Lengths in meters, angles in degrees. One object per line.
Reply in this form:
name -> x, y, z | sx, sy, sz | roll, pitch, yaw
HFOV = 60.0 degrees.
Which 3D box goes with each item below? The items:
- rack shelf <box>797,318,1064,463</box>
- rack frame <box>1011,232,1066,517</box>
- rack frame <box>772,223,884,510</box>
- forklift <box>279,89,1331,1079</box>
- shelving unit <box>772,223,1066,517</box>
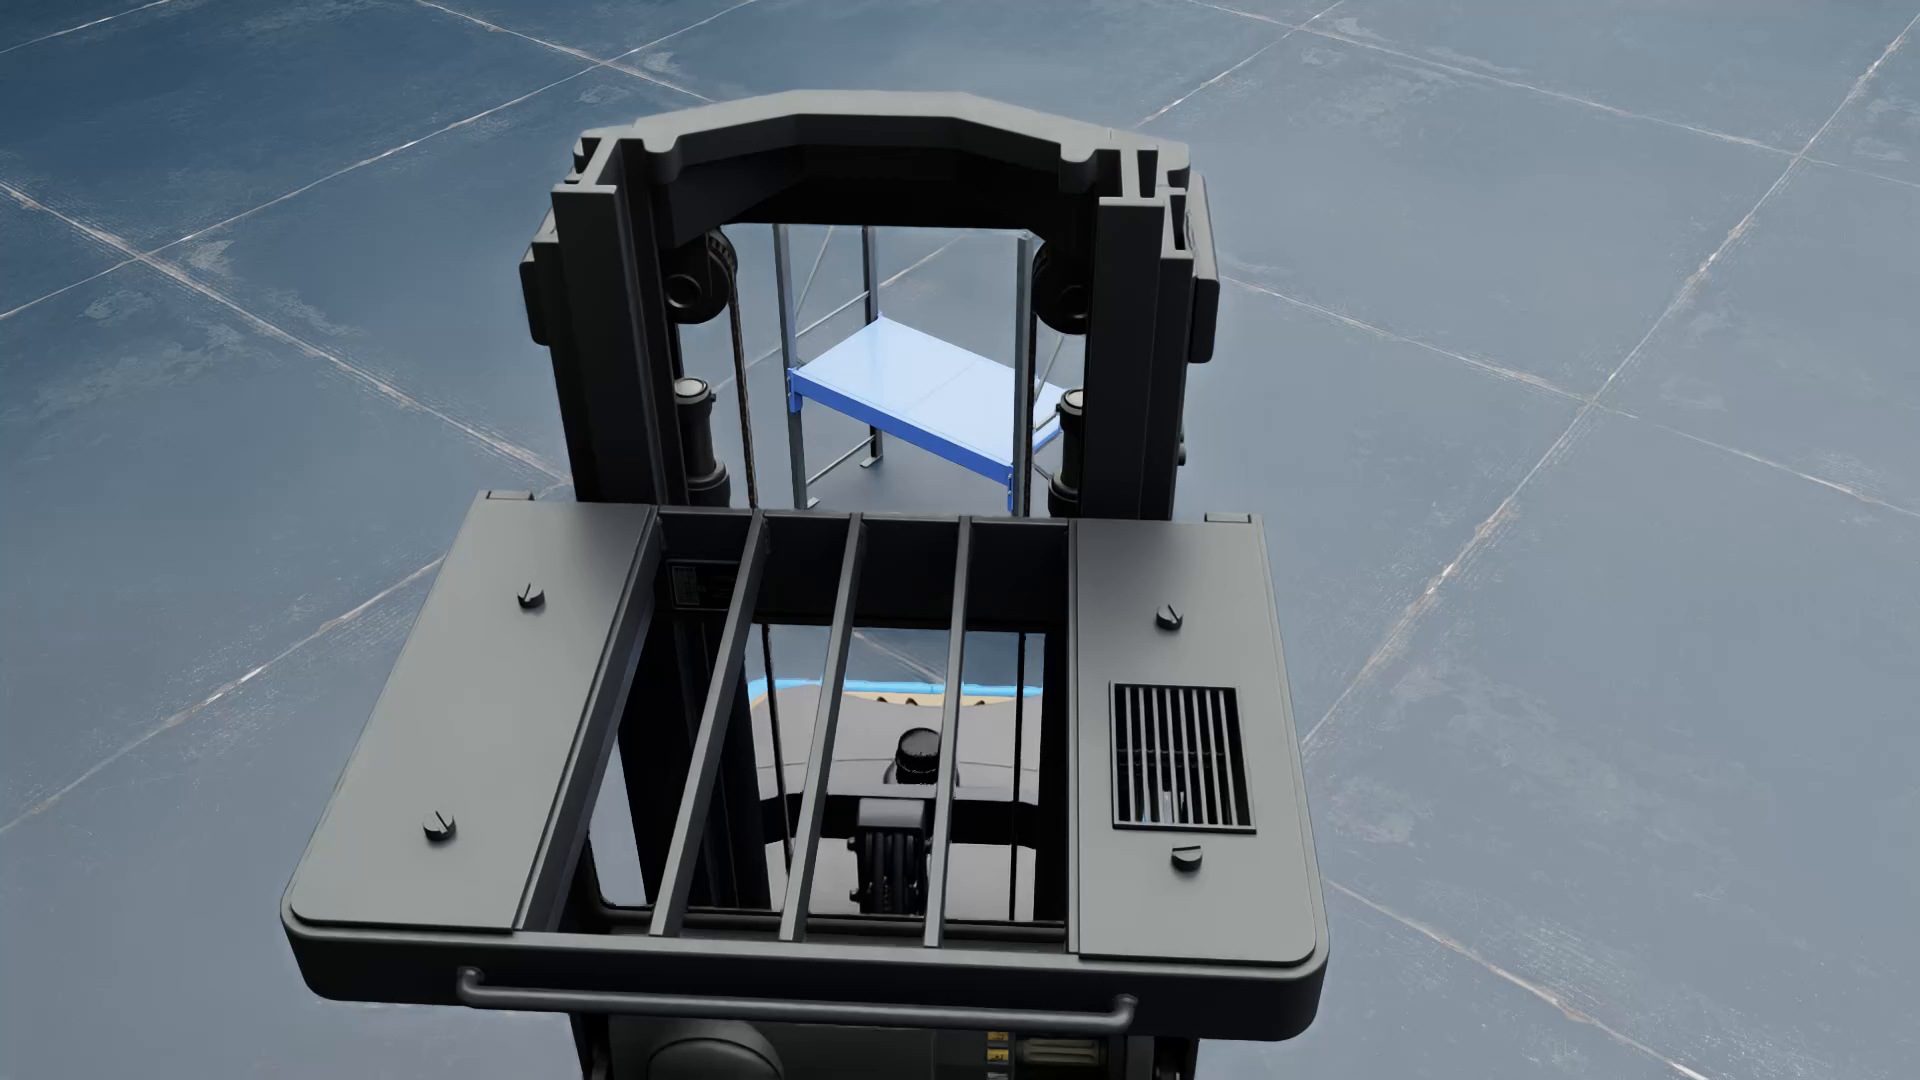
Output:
rack shelf -> -0.068, -0.519, 5.909 | 0.952, 0.062, 0.459 | 25, 45, 29
rack frame -> 0.336, -0.432, 5.585 | 0.032, 1.500, 0.500 | 25, 45, 29
rack frame -> -0.472, -0.813, 6.072 | 0.032, 1.500, 0.500 | 25, 45, 29
forklift -> -0.144, 0.943, 2.667 | 1.130, 2.935, 3.031 | 2, 38, 2
shelving unit -> -0.068, -0.622, 5.828 | 1.048, 1.500, 0.500 | 25, 45, 29
